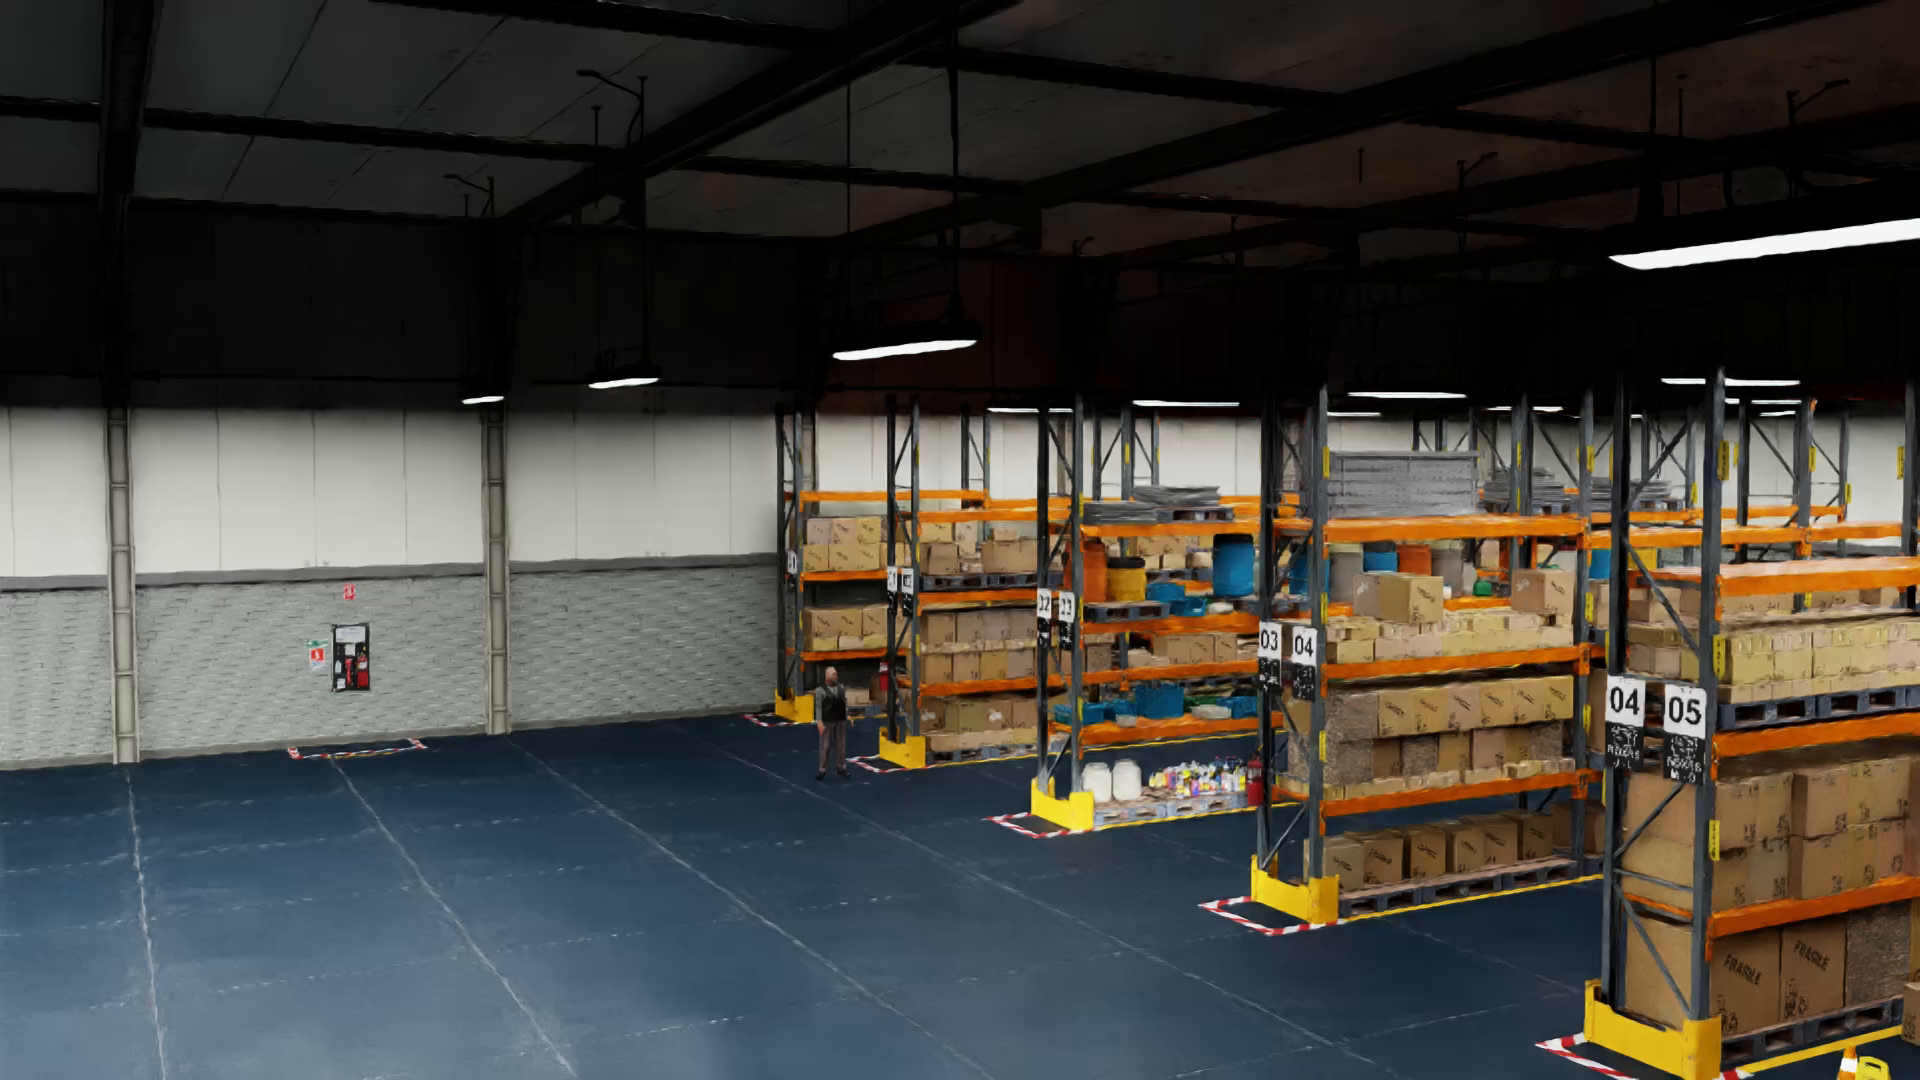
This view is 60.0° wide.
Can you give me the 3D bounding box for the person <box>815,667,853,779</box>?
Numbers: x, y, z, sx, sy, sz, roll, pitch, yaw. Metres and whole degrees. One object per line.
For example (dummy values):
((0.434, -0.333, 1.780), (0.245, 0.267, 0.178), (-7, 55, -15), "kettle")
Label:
((-1.960, 2.824, 25.791), (0.661, 1.732, 0.389), (-2, 4, -37), "person")
